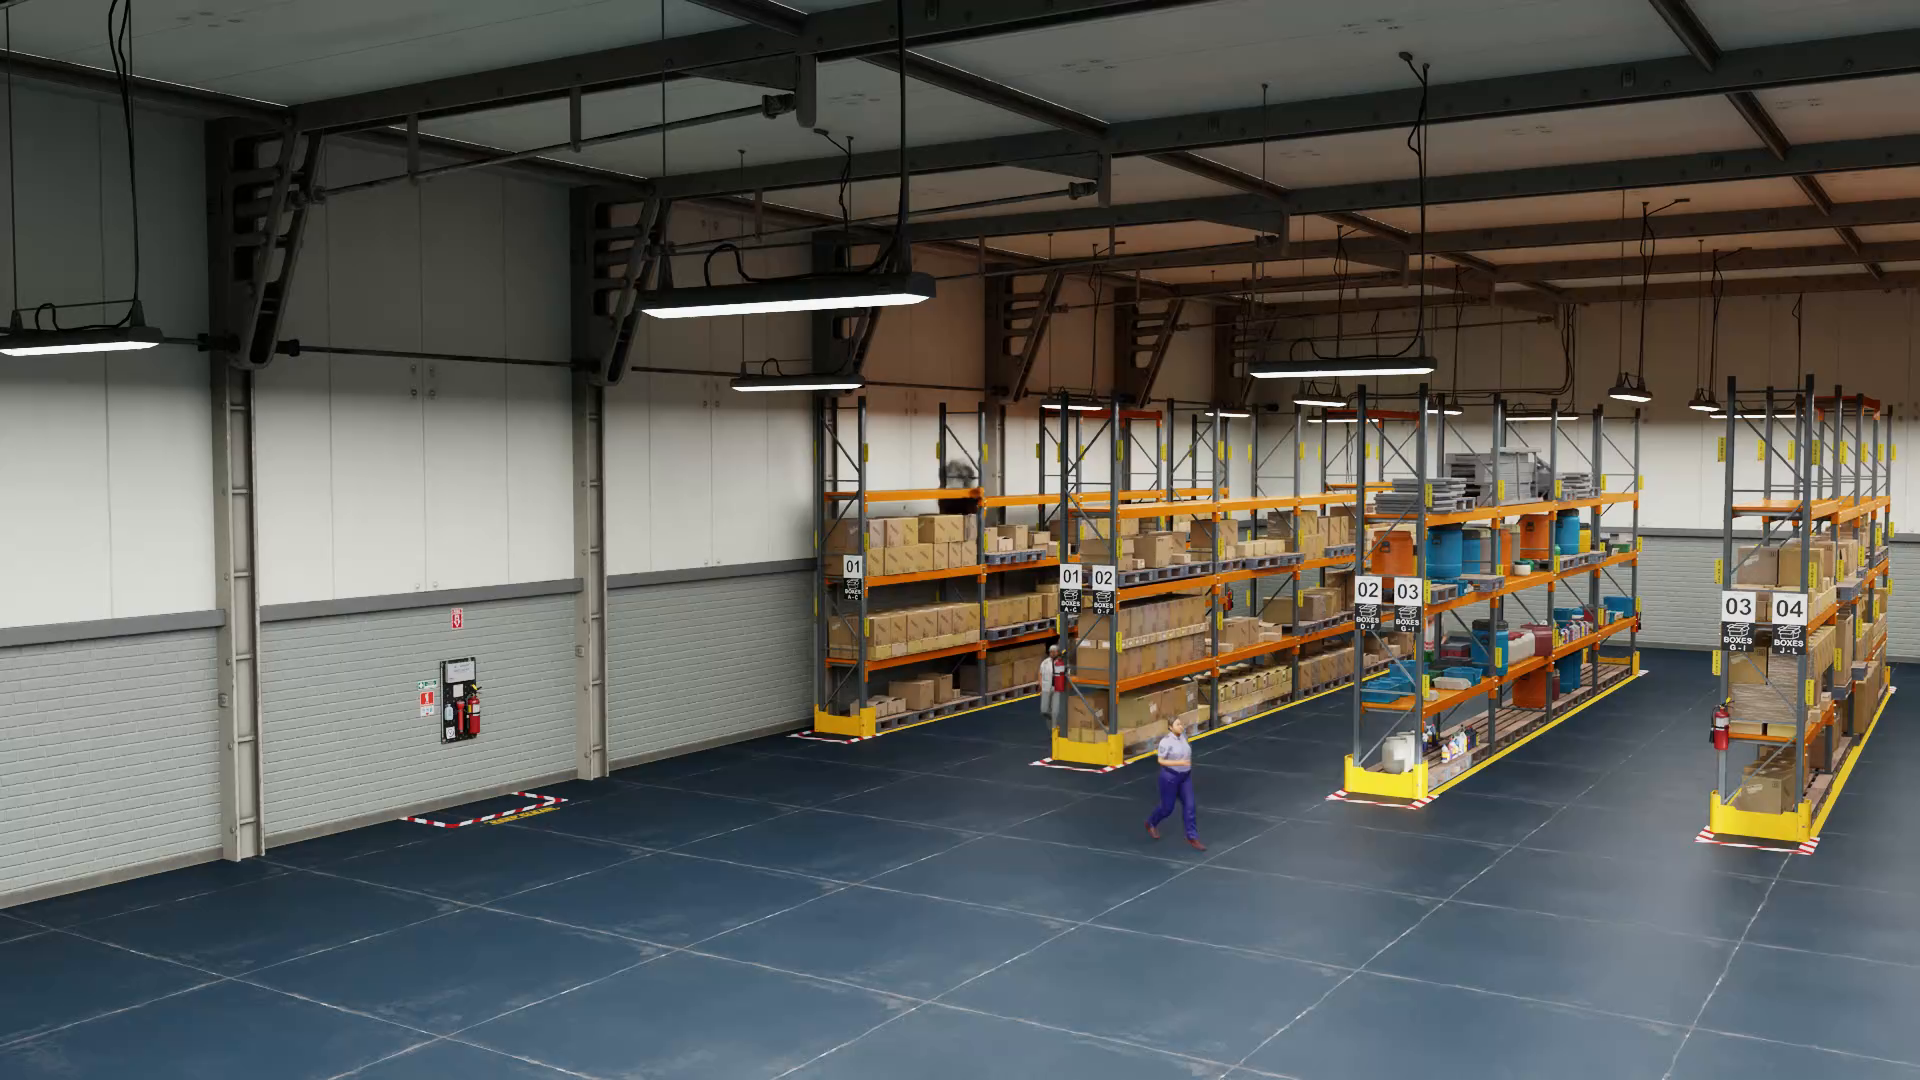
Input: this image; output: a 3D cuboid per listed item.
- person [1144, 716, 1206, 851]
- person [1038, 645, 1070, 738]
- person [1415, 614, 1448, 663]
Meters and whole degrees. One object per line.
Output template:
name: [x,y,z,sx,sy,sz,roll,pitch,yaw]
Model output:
person: [2.724,3.054,21.083,0.604,1.654,0.923,-2,4,-39]
person: [1.637,2.661,29.268,0.608,1.623,0.549,1,3,18]
person: [9.826,2.318,34.704,0.655,1.746,0.647,1,3,20]
